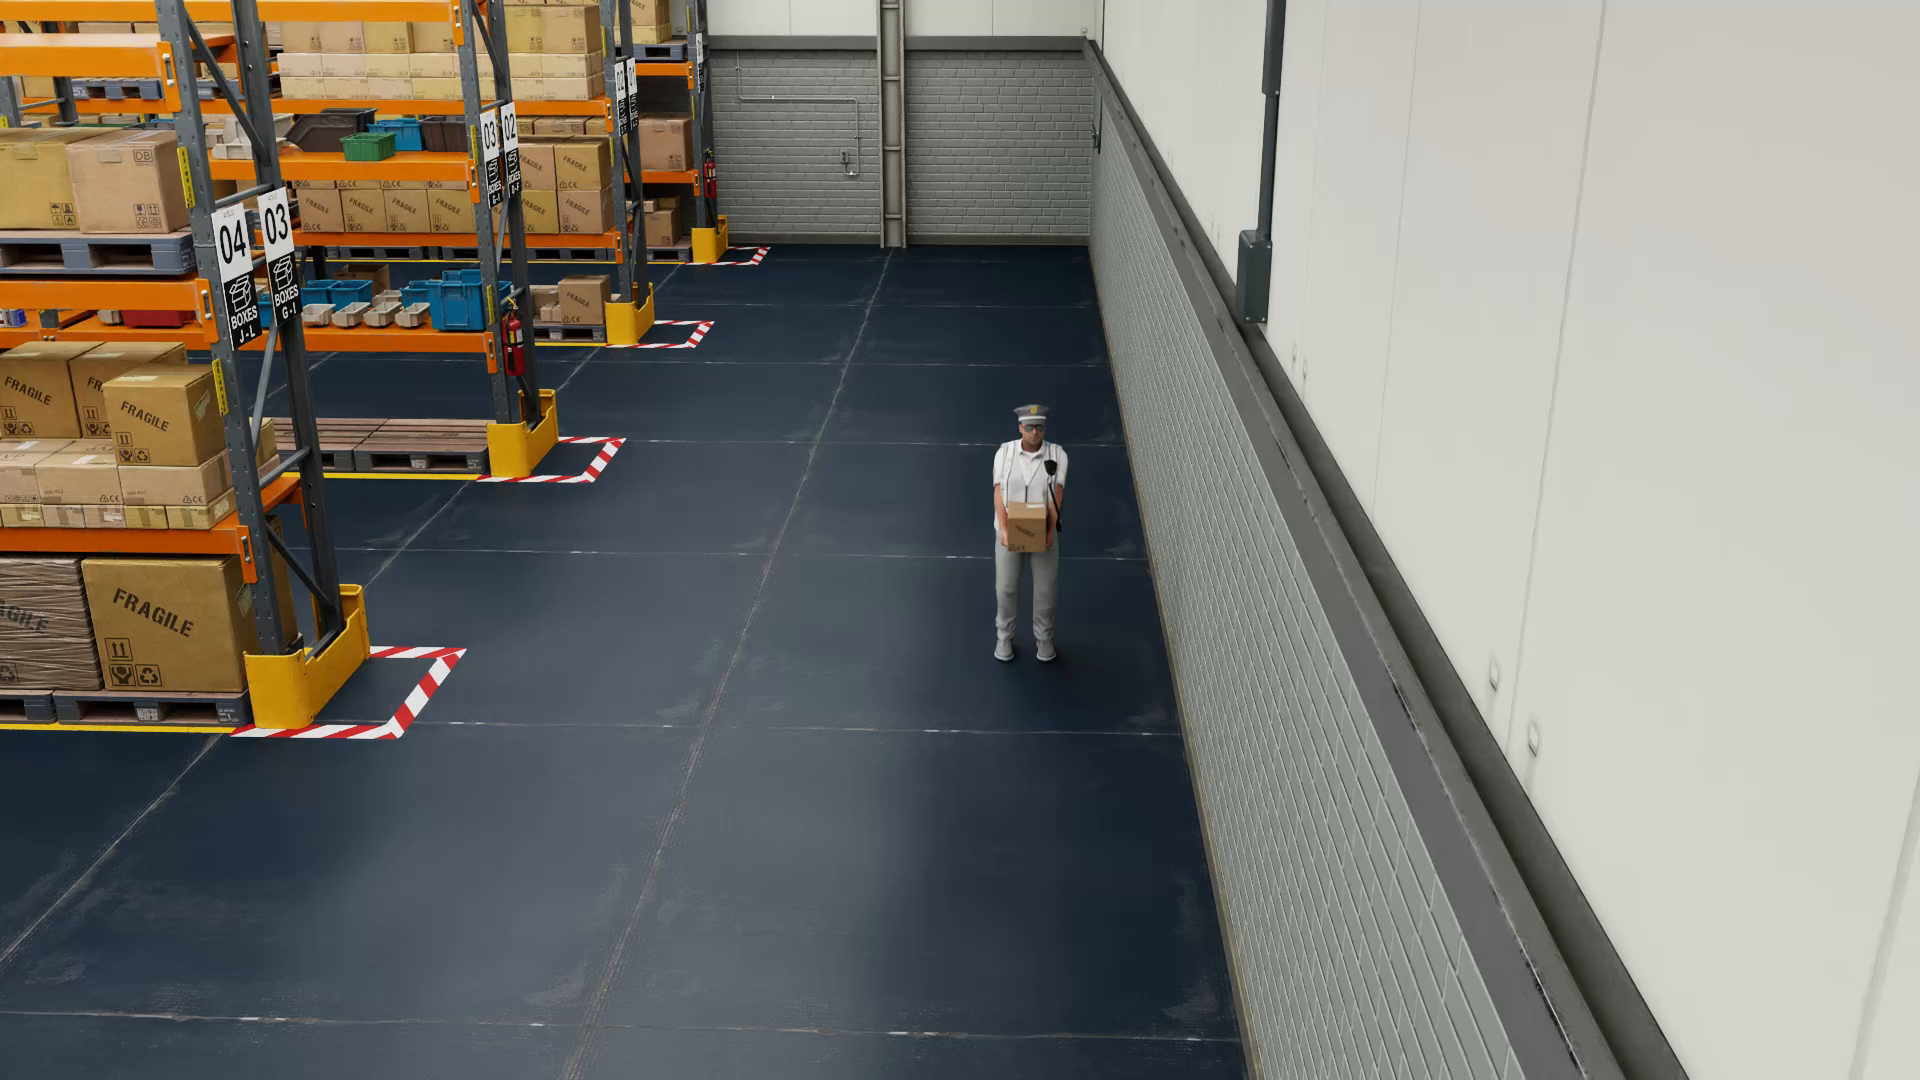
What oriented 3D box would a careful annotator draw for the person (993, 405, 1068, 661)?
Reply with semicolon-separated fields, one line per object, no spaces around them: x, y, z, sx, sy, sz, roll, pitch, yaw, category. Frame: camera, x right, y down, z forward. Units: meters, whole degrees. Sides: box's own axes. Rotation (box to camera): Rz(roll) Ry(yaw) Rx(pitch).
0.465;-0.034;11.135;0.494;1.766;0.565;1;21;2;person
